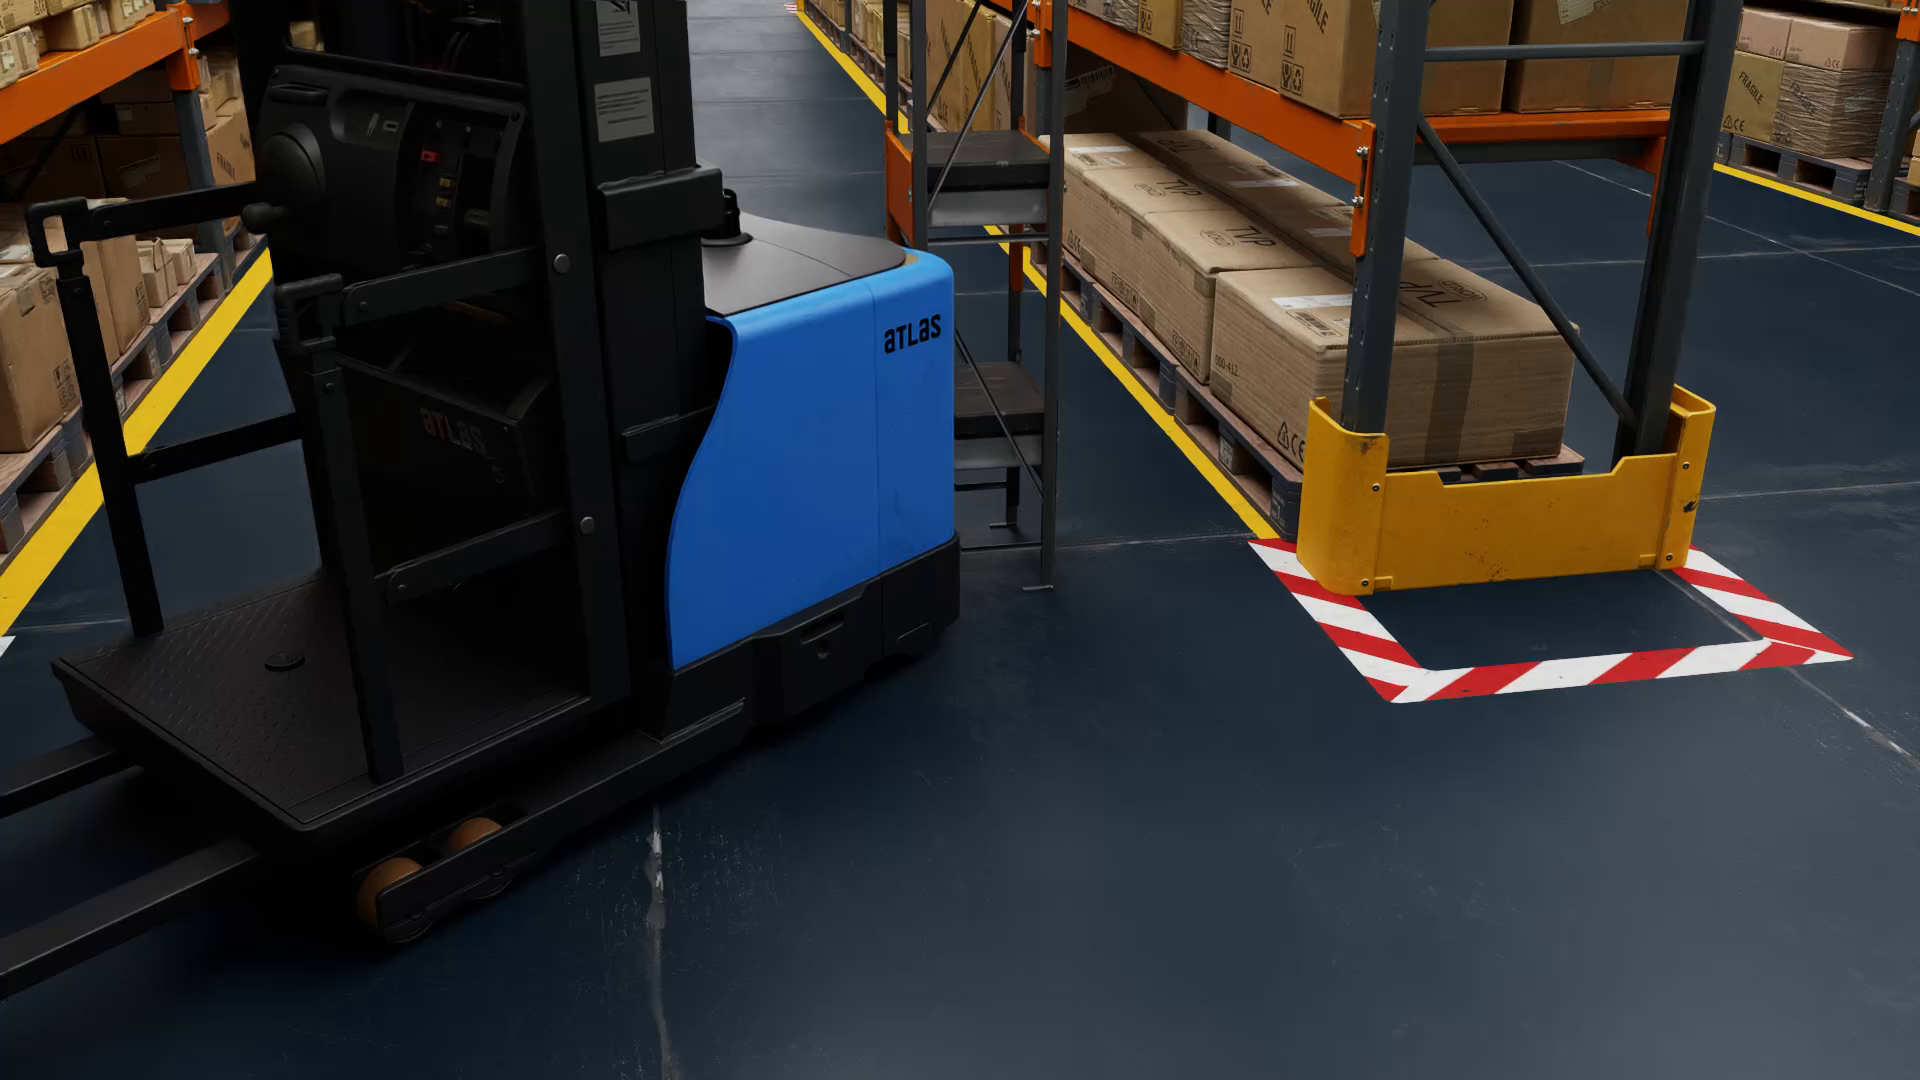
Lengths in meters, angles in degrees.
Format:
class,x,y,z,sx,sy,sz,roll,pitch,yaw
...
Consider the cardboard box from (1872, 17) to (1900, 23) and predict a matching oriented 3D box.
class,x,y,z,sx,sy,sz,roll,pitch,yaw
cardboard box,5.857,-3.006,10.047,0.500,0.250,0.500,-5,24,-12

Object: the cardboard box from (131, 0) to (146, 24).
class,x,y,z,sx,sy,sz,roll,pitch,yaw
cardboard box,-3.613,-2.208,6.871,0.380,0.149,0.250,-4,24,-8

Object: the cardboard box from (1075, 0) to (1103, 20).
class,x,y,z,sx,sy,sz,roll,pitch,yaw
cardboard box,0.806,-2.543,7.200,0.500,0.500,0.500,-4,24,-9

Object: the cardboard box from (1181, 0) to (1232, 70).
class,x,y,z,sx,sy,sz,roll,pitch,yaw
cardboard box,1.095,-1.942,5.824,0.500,0.500,0.500,-4,24,-8

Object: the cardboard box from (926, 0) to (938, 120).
class,x,y,z,sx,sy,sz,roll,pitch,yaw
cardboard box,0.194,-3.414,11.448,0.875,0.875,0.875,-5,24,-10

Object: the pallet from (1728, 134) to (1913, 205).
class,x,y,z,sx,sy,sz,roll,pitch,yaw
pallet,5.588,-2.334,10.330,1.003,0.211,1.213,-4,24,-10

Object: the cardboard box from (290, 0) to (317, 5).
class,x,y,z,sx,sy,sz,roll,pitch,yaw
cardboard box,-4.960,-3.711,12.441,0.875,0.625,0.625,-4,24,-8

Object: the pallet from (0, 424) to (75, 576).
class,x,y,z,sx,sy,sz,roll,pitch,yaw
pallet,-3.412,-0.023,5.038,1.003,0.211,1.213,-4,24,-10

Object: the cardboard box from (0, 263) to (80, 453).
class,x,y,z,sx,sy,sz,roll,pitch,yaw
cardboard box,-3.390,-0.591,5.453,0.700,0.500,0.500,-3,24,-8

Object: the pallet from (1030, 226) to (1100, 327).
class,x,y,z,sx,sy,sz,roll,pitch,yaw
pallet,0.951,-1.317,8.001,1.003,0.211,1.213,-4,24,-10

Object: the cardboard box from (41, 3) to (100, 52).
class,x,y,z,sx,sy,sz,roll,pitch,yaw
cardboard box,-3.445,-1.904,6.175,0.380,0.149,0.250,-5,24,-11

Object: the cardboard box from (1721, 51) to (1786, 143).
class,x,y,z,sx,sy,sz,roll,pitch,yaw
cardboard box,5.255,-2.827,10.573,0.500,0.500,0.500,-5,24,-11

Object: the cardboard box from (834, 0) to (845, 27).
class,x,y,z,sx,sy,sz,roll,pitch,yaw
cardboard box,-0.965,-5.191,16.299,0.500,0.250,0.500,-3,24,-7

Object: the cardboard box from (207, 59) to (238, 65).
class,x,y,z,sx,sy,sz,roll,pitch,yaw
cardboard box,-4.098,-2.544,9.116,0.380,0.149,0.250,-3,24,-8

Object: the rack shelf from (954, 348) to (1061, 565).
class,x,y,z,sx,sy,sz,roll,pitch,yaw
rack shelf,0.031,-0.243,4.966,0.431,0.518,0.480,-4,24,-10

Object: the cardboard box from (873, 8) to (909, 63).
class,x,y,z,sx,sy,sz,roll,pitch,yaw
cardboard box,-0.226,-4.272,14.043,0.950,0.372,0.625,-4,24,-8

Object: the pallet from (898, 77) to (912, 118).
class,x,y,z,sx,sy,sz,roll,pitch,yaw
pallet,0.005,-3.502,13.005,1.003,0.211,1.213,-4,24,-10

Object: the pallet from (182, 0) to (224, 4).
class,x,y,z,sx,sy,sz,roll,pitch,yaw
pallet,-4.030,-2.765,8.073,1.003,0.211,1.213,-4,24,-10

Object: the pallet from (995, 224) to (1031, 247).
class,x,y,z,sx,sy,sz,roll,pitch,yaw
pallet,0.671,-1.919,9.381,1.003,0.211,1.213,-4,24,-10

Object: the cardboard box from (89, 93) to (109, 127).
class,x,y,z,sx,sy,sz,roll,pitch,yaw
cardboard box,-4.395,-2.101,8.101,0.380,0.149,0.250,-4,24,-10

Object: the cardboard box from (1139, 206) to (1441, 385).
class,x,y,z,sx,sy,sz,roll,pitch,yaw
cardboard box,1.230,-0.956,6.367,0.875,0.438,0.875,-4,24,-8

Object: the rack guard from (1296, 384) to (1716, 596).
class,x,y,z,sx,sy,sz,roll,pitch,yaw
rack guard,1.632,-0.171,5.017,1.175,0.500,0.348,-4,24,-10

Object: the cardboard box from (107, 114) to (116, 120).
class,x,y,z,sx,sy,sz,roll,pitch,yaw
cardboard box,-4.454,-1.945,8.553,0.500,0.500,0.500,-5,24,-12

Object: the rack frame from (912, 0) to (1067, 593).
class,x,y,z,sx,sy,sz,roll,pitch,yaw
rack frame,0.076,-0.801,4.461,0.400,2.100,0.015,-4,24,-10

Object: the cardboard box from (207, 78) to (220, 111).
class,x,y,z,sx,sy,sz,roll,pitch,yaw
cardboard box,-3.980,-2.239,8.416,0.380,0.149,0.250,-6,24,-12

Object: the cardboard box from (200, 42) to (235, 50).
class,x,y,z,sx,sy,sz,roll,pitch,yaw
cardboard box,-4.252,-2.855,9.828,0.380,0.149,0.250,-5,24,-11

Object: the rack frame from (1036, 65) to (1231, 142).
class,x,y,z,sx,sy,sz,roll,pitch,yaw
rack frame,0.888,-2.899,8.141,1.000,3.000,0.127,-4,24,-10

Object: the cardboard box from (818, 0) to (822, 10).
class,x,y,z,sx,sy,sz,roll,pitch,yaw
cardboard box,-1.254,-5.799,17.691,0.500,0.250,0.500,-3,24,-6

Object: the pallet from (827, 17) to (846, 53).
class,x,y,z,sx,sy,sz,roll,pitch,yaw
pallet,-0.751,-5.030,16.502,1.003,0.211,1.213,-4,24,-10

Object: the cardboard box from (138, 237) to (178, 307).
class,x,y,z,sx,sy,sz,roll,pitch,yaw
cardboard box,-3.532,-1.132,6.986,0.396,0.266,0.258,-3,24,-8

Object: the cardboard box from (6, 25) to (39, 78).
class,x,y,z,sx,sy,sz,roll,pitch,yaw
cardboard box,-3.299,-1.604,5.489,0.380,0.149,0.250,-4,24,-9

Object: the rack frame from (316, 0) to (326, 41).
class,x,y,z,sx,sy,sz,roll,pitch,yaw
rack frame,-4.729,-4.104,10.899,1.000,3.000,0.127,-4,24,-10

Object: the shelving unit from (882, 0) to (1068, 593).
class,x,y,z,sx,sy,sz,roll,pitch,yaw
shelving unit,0.031,-0.897,4.681,0.431,2.100,0.503,-4,24,-10

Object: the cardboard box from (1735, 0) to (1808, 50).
class,x,y,z,sx,sy,sz,roll,pitch,yaw
cardboard box,5.154,-3.380,10.903,0.500,0.250,0.500,-5,24,-12

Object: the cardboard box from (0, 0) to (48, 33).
class,x,y,z,sx,sy,sz,roll,pitch,yaw
cardboard box,-3.375,-1.820,5.485,0.500,0.250,0.500,-5,24,-11

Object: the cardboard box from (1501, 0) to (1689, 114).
class,x,y,z,sx,sy,sz,roll,pitch,yaw
cardboard box,1.821,-1.582,4.999,0.500,0.500,0.500,-4,24,-10

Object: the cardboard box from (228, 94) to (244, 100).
class,x,y,z,sx,sy,sz,roll,pitch,yaw
cardboard box,-4.054,-2.190,9.114,0.500,0.500,0.500,-5,24,-11

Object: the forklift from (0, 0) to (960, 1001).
class,x,y,z,sx,sy,sz,roll,pitch,yaw
forklift,-1.335,-0.753,3.313,1.130,2.935,3.031,19,30,36

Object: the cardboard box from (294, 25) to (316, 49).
class,x,y,z,sx,sy,sz,roll,pitch,yaw
cardboard box,-4.308,-3.167,10.543,0.380,0.149,0.250,-6,24,-12

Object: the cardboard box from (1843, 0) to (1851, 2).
class,x,y,z,sx,sy,sz,roll,pitch,yaw
cardboard box,9.240,-5.592,16.880,0.700,0.500,0.500,-6,24,-14

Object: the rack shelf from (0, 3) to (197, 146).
class,x,y,z,sx,sy,sz,roll,pitch,yaw
rack shelf,-3.620,-1.414,5.639,1.077,0.370,4.000,-4,24,-10

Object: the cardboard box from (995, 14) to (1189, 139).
class,x,y,z,sx,sy,sz,roll,pitch,yaw
cardboard box,0.694,-2.356,9.027,0.875,0.875,0.875,-4,24,-8

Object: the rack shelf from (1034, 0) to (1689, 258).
class,x,y,z,sx,sy,sz,roll,pitch,yaw
rack shelf,1.258,-1.783,6.483,1.077,0.370,4.000,-4,24,-10

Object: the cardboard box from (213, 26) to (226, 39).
class,x,y,z,sx,sy,sz,roll,pitch,yaw
cardboard box,-4.939,-3.220,10.662,0.380,0.149,0.250,-3,24,-7
